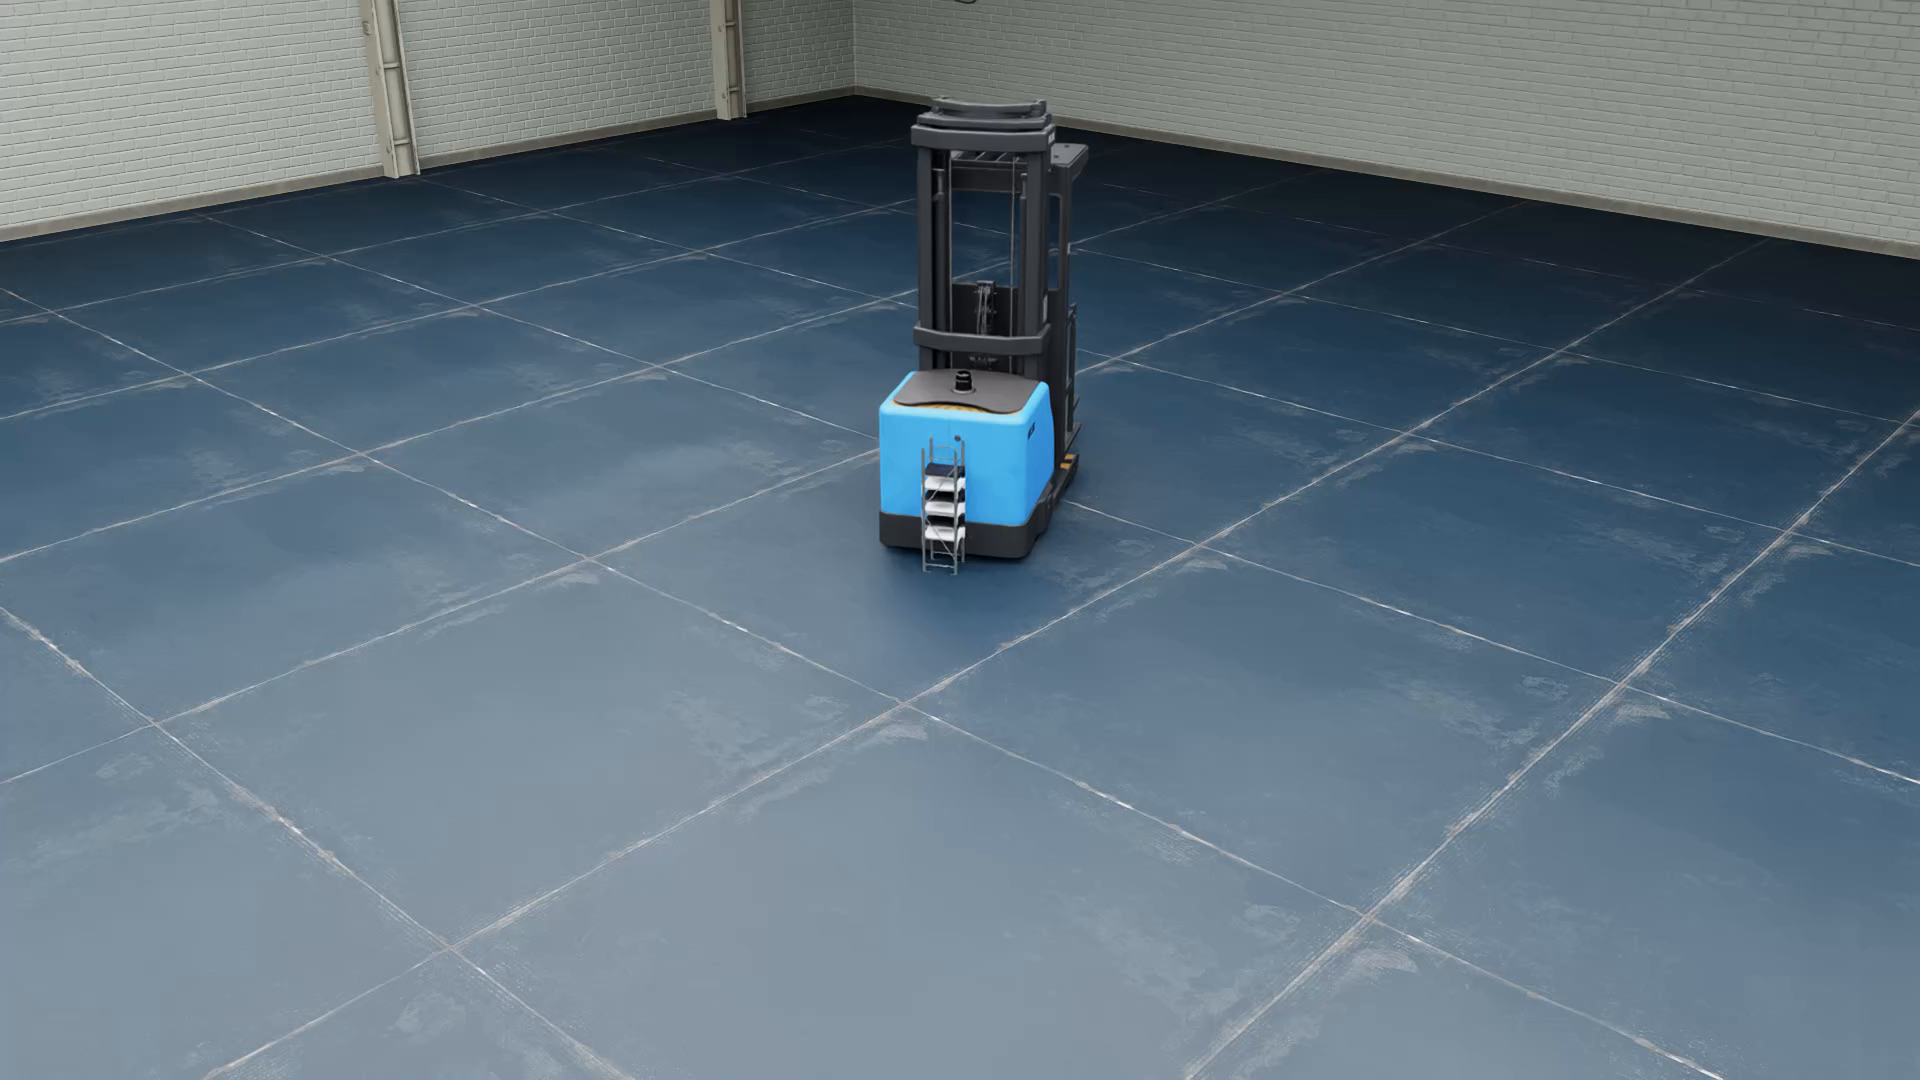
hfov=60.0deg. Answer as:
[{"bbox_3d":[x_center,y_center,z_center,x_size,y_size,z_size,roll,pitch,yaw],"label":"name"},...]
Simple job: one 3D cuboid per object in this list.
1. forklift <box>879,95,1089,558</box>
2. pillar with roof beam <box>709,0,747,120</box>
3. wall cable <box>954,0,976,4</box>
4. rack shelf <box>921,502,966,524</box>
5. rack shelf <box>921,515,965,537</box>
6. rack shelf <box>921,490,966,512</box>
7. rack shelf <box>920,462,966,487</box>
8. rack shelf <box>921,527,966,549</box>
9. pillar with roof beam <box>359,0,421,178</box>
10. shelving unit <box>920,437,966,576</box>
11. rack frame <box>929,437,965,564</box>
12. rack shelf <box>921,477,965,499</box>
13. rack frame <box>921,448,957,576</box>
[{"bbox_3d":[0.299,-1.791,12.161,1.130,2.935,3.031,6,25,13],"label":"forklift"},{"bbox_3d":[-0.518,-9.820,22.653,9.100,9.000,0.400,20,31,38],"label":"pillar with roof beam"},{"bbox_3d":[-0.773,-10.115,27.107,3.097,2.526,0.112,20,31,38],"label":"wall cable"},{"bbox_3d":[-0.111,-0.191,11.157,0.258,0.077,0.200,6,25,13],"label":"rack shelf"},{"bbox_3d":[-0.111,-0.109,11.194,0.258,0.077,0.200,6,25,13],"label":"rack shelf"},{"bbox_3d":[-0.111,-0.273,11.120,0.258,0.077,0.200,6,25,13],"label":"rack shelf"},{"bbox_3d":[-0.111,-0.437,11.047,0.258,0.077,0.200,6,25,13],"label":"rack shelf"},{"bbox_3d":[-0.111,-0.027,11.231,0.258,0.077,0.200,6,25,13],"label":"rack shelf"},{"bbox_3d":[-4.523,-7.992,18.576,9.100,9.000,0.400,20,31,38],"label":"pillar with roof beam"},{"bbox_3d":[-0.111,-0.221,11.143,0.258,0.900,0.210,6,25,13],"label":"shelving unit"},{"bbox_3d":[-0.086,-0.262,11.233,0.240,0.900,0.006,6,25,13],"label":"rack frame"},{"bbox_3d":[-0.111,-0.355,11.083,0.258,0.077,0.200,6,25,13],"label":"rack shelf"},{"bbox_3d":[-0.136,-0.181,11.054,0.240,0.900,0.006,6,25,13],"label":"rack frame"}]
